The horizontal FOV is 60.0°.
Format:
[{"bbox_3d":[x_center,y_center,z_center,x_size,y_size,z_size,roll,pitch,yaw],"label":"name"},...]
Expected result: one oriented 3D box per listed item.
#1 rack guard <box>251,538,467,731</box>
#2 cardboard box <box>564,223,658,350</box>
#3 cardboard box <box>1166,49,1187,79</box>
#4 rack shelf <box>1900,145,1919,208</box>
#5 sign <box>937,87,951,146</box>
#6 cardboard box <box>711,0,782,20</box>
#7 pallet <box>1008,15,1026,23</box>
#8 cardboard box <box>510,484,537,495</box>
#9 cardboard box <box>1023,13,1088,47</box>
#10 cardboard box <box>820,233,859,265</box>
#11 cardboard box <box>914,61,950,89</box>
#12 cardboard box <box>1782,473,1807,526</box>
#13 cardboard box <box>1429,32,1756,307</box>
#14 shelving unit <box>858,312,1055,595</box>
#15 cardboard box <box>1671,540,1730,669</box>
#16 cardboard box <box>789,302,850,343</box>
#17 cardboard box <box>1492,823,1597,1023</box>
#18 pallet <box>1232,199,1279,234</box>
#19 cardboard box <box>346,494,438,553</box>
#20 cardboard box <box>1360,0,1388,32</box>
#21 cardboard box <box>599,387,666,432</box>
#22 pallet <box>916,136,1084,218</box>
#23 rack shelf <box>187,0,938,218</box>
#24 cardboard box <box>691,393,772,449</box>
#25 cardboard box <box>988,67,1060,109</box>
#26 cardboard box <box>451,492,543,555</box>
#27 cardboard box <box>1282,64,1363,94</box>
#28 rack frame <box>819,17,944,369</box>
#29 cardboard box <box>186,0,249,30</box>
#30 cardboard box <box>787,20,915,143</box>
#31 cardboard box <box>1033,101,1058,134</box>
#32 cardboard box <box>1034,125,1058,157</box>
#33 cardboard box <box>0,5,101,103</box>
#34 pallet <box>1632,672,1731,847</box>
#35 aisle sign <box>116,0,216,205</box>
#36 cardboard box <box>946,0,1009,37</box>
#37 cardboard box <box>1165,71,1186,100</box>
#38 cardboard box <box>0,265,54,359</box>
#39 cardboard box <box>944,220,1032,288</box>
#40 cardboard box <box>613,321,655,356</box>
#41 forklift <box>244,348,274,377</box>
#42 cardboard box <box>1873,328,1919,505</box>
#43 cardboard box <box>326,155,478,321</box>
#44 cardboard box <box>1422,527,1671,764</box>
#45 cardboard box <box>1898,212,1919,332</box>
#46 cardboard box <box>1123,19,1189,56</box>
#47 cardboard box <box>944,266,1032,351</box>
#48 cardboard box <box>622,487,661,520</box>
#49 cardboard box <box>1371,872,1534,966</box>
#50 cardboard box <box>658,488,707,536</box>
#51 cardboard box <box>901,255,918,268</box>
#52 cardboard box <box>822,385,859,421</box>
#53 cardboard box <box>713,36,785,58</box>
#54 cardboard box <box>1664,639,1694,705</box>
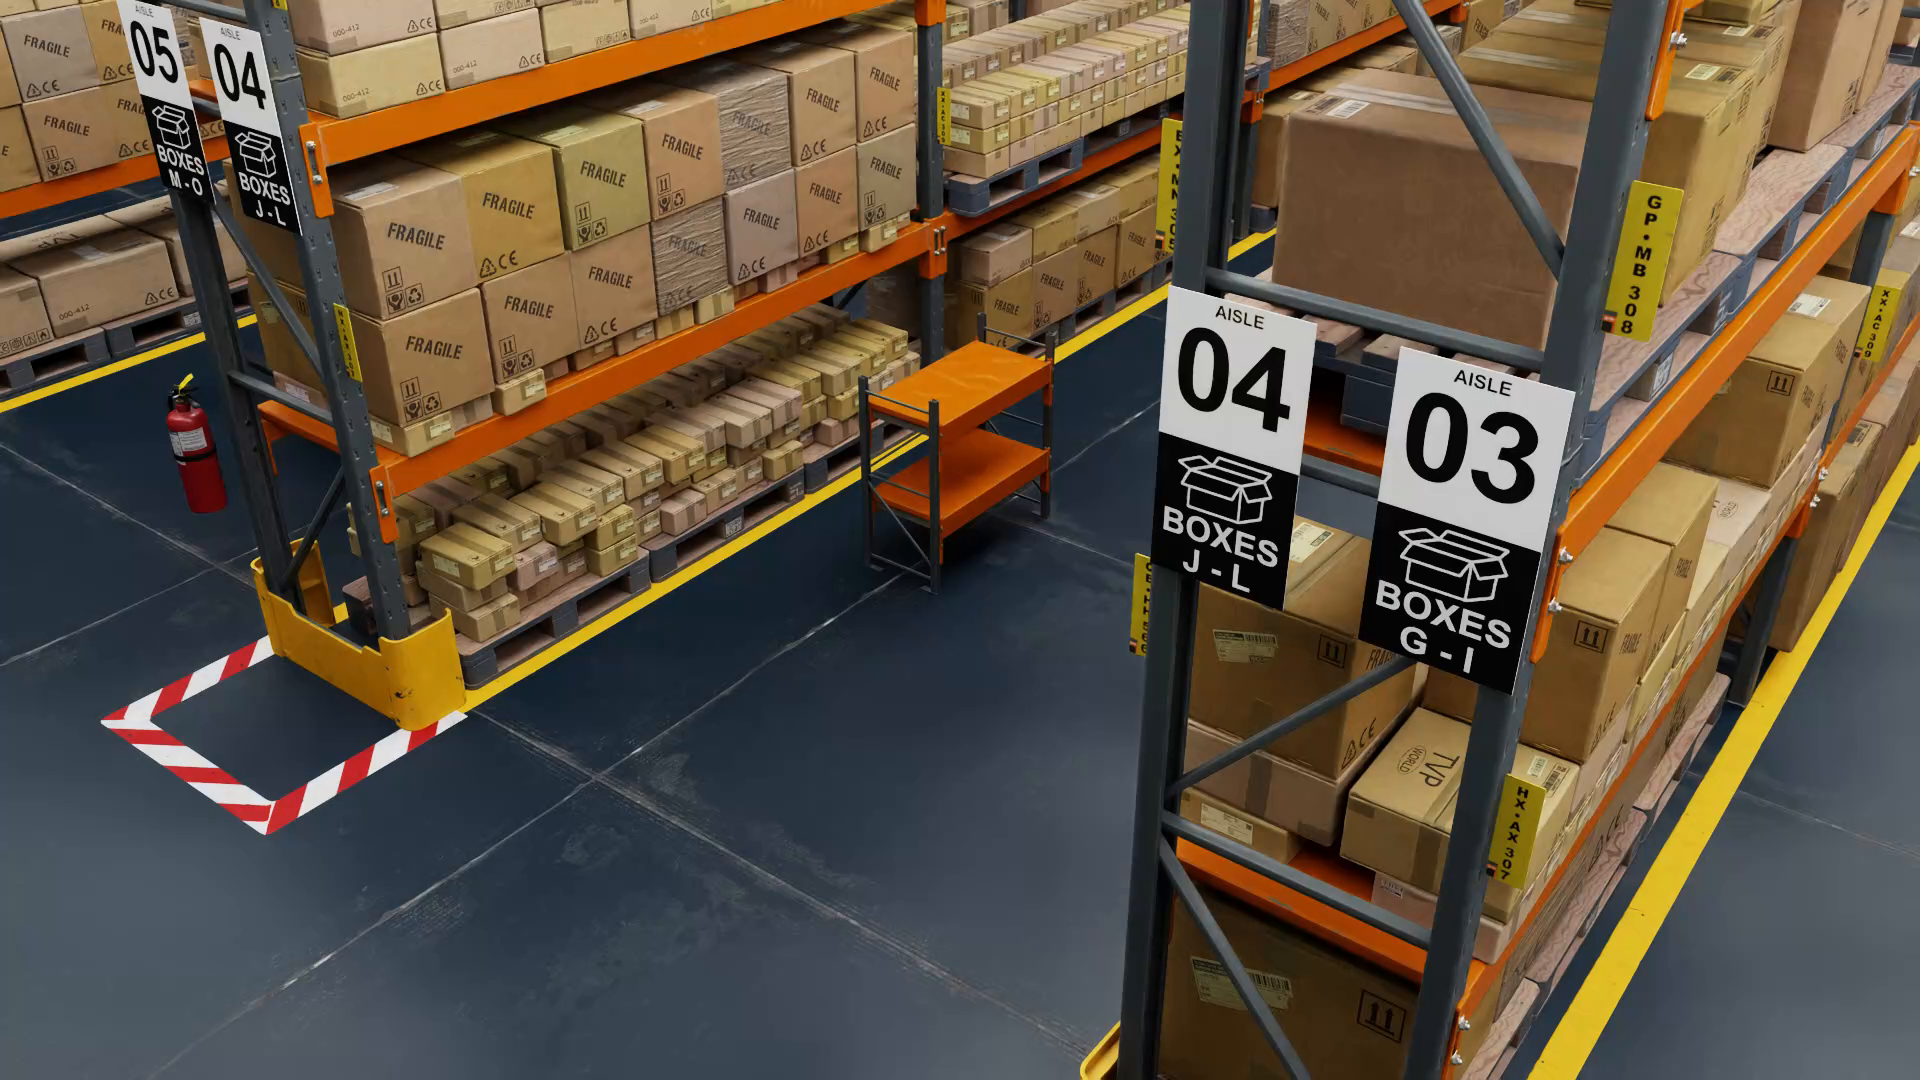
[{"bbox_3d":[-2.901,0.441,8.016,1.175,0.500,0.348,21,37,31],"label":"rack guard"},{"bbox_3d":[-1.847,-1.293,8.100,0.500,0.500,0.500,22,37,32],"label":"cardboard box"},{"bbox_3d":[1.327,-3.296,11.413,0.380,0.149,0.250,21,36,31],"label":"cardboard box"},{"bbox_3d":[4.568,-2.456,8.216,1.077,0.370,4.000,21,37,31],"label":"rack shelf"},{"bbox_3d":[-0.095,-2.438,9.573,0.100,0.325,0.005,21,37,31],"label":"sign"},{"bbox_3d":[-1.230,-2.767,8.182,0.500,0.250,0.500,21,36,31],"label":"cardboard box"},{"bbox_3d":[0.666,-6.048,19.248,1.003,0.211,1.213,21,37,31],"label":"pallet"},{"bbox_3d":[-2.300,-0.278,8.869,0.380,0.149,0.250,21,36,31],"label":"cardboard box"},{"bbox_3d":[0.656,-3.521,11.500,0.380,0.149,0.250,22,37,33],"label":"cardboard box"},{"bbox_3d":[-0.796,-1.705,9.431,0.380,0.149,0.250,23,37,33],"label":"cardboard box"},{"bbox_3d":[-0.284,-2.891,10.437,0.380,0.149,0.250,20,36,30],"label":"cardboard box"},{"bbox_3d":[3.282,-0.224,6.933,0.380,0.149,0.250,22,37,32],"label":"cardboard box"},{"bbox_3d":[1.653,-1.013,4.467,0.700,0.500,0.500,20,36,30],"label":"cardboard box"},{"bbox_3d":[-0.004,-0.481,8.959,0.538,1.125,1.048,21,37,31],"label":"shelving unit"},{"bbox_3d":[2.377,0.158,5.897,0.500,0.250,0.500,20,36,30],"label":"cardboard box"},{"bbox_3d":[-0.906,-1.364,10.410,0.380,0.149,0.250,23,38,33],"label":"cardboard box"},{"bbox_3d":[1.818,1.042,6.221,0.875,0.875,0.875,21,37,31],"label":"cardboard box"},{"bbox_3d":[2.418,-2.953,14.026,1.003,0.211,1.213,21,37,31],"label":"pallet"},{"bbox_3d":[-2.830,-0.107,8.290,0.380,0.149,0.250,22,37,32],"label":"cardboard box"},{"bbox_3d":[3.280,-4.612,13.992,0.500,0.500,0.500,21,36,31],"label":"cardboard box"},{"bbox_3d":[-1.869,-0.736,9.351,0.380,0.149,0.250,21,37,32],"label":"cardboard box"},{"bbox_3d":[0.045,-2.413,10.568,1.003,0.211,1.213,21,37,31],"label":"pallet"},{"bbox_3d":[-1.740,-2.398,8.117,1.077,0.370,4.000,21,37,31],"label":"rack shelf"},{"bbox_3d":[-1.269,-0.662,9.226,0.380,0.149,0.250,20,36,30],"label":"cardboard box"},{"bbox_3d":[0.392,-2.795,10.276,0.380,0.149,0.250,21,37,32],"label":"cardboard box"},{"bbox_3d":[-2.290,-0.072,8.229,0.380,0.149,0.250,22,37,32],"label":"cardboard box"},{"bbox_3d":[2.846,-3.645,14.252,1.050,0.750,0.750,22,37,32],"label":"cardboard box"},{"bbox_3d":[-0.533,-2.230,10.070,1.000,3.000,0.127,21,37,31],"label":"rack frame"},{"bbox_3d":[-2.872,-2.310,6.921,0.500,0.250,0.500,20,36,30],"label":"cardboard box"},{"bbox_3d":[-0.601,-2.557,9.251,0.500,0.500,0.500,20,36,30],"label":"cardboard box"},{"bbox_3d":[0.382,-2.660,10.339,0.380,0.149,0.250,22,37,32],"label":"cardboard box"},{"bbox_3d":[0.389,-2.536,10.421,0.380,0.149,0.250,21,37,32],"label":"cardboard box"},{"bbox_3d":[-5.827,-3.091,10.444,0.500,0.500,0.500,21,36,31],"label":"cardboard box"},{"bbox_3d":[2.839,0.822,7.655,1.003,0.211,1.213,21,37,31],"label":"pallet"},{"bbox_3d":[-3.230,-1.785,6.770,0.394,0.787,0.004,21,37,31],"label":"aisle sign"},{"bbox_3d":[-0.026,-5.800,18.260,0.950,0.372,0.625,22,37,32],"label":"cardboard box"},{"bbox_3d":[1.330,-3.171,11.493,0.380,0.149,0.250,19,36,29],"label":"cardboard box"},{"bbox_3d":[-6.636,-1.464,10.879,0.875,0.438,0.875,20,36,30],"label":"cardboard box"},{"bbox_3d":[0.124,-1.877,10.779,0.500,0.250,0.500,19,36,29],"label":"cardboard box"},{"bbox_3d":[-1.763,-1.077,8.372,0.380,0.149,0.250,20,36,30],"label":"cardboard box"},{"bbox_3d":[-3.428,-2.019,9.781,3.031,2.935,1.130,20,36,30],"label":"forklift"},{"bbox_3d":[4.798,-0.921,9.533,1.225,0.875,0.875,21,37,31],"label":"cardboard box"},{"bbox_3d":[-2.465,-1.306,7.141,0.500,0.500,0.500,21,36,31],"label":"cardboard box"},{"bbox_3d":[1.753,0.262,4.985,0.500,0.500,0.500,20,36,30],"label":"cardboard box"},{"bbox_3d":[4.751,-1.435,8.631,0.500,0.500,0.500,22,37,32],"label":"cardboard box"},{"bbox_3d":[1.332,-3.430,11.347,0.380,0.149,0.250,21,37,31],"label":"cardboard box"},{"bbox_3d":[0.125,-1.554,10.970,0.500,0.500,0.500,23,37,33],"label":"cardboard box"},{"bbox_3d":[-1.813,-0.249,8.820,0.380,0.149,0.250,19,36,29],"label":"cardboard box"},{"bbox_3d":[1.424,1.029,4.818,0.380,0.149,0.250,22,37,32],"label":"cardboard box"},{"bbox_3d":[-1.599,-0.185,9.004,0.380,0.149,0.250,19,36,29],"label":"cardboard box"},{"bbox_3d":[-0.285,-2.038,11.051,0.500,0.250,0.500,20,36,30],"label":"cardboard box"},{"bbox_3d":[-0.770,-0.858,9.848,0.380,0.149,0.250,20,36,30],"label":"cardboard box"},{"bbox_3d":[-1.300,-2.507,9.168,0.500,0.500,0.500,20,36,30],"label":"cardboard box"},{"bbox_3d":[2.351,0.403,5.874,0.380,0.149,0.250,20,36,30],"label":"cardboard box"}]
